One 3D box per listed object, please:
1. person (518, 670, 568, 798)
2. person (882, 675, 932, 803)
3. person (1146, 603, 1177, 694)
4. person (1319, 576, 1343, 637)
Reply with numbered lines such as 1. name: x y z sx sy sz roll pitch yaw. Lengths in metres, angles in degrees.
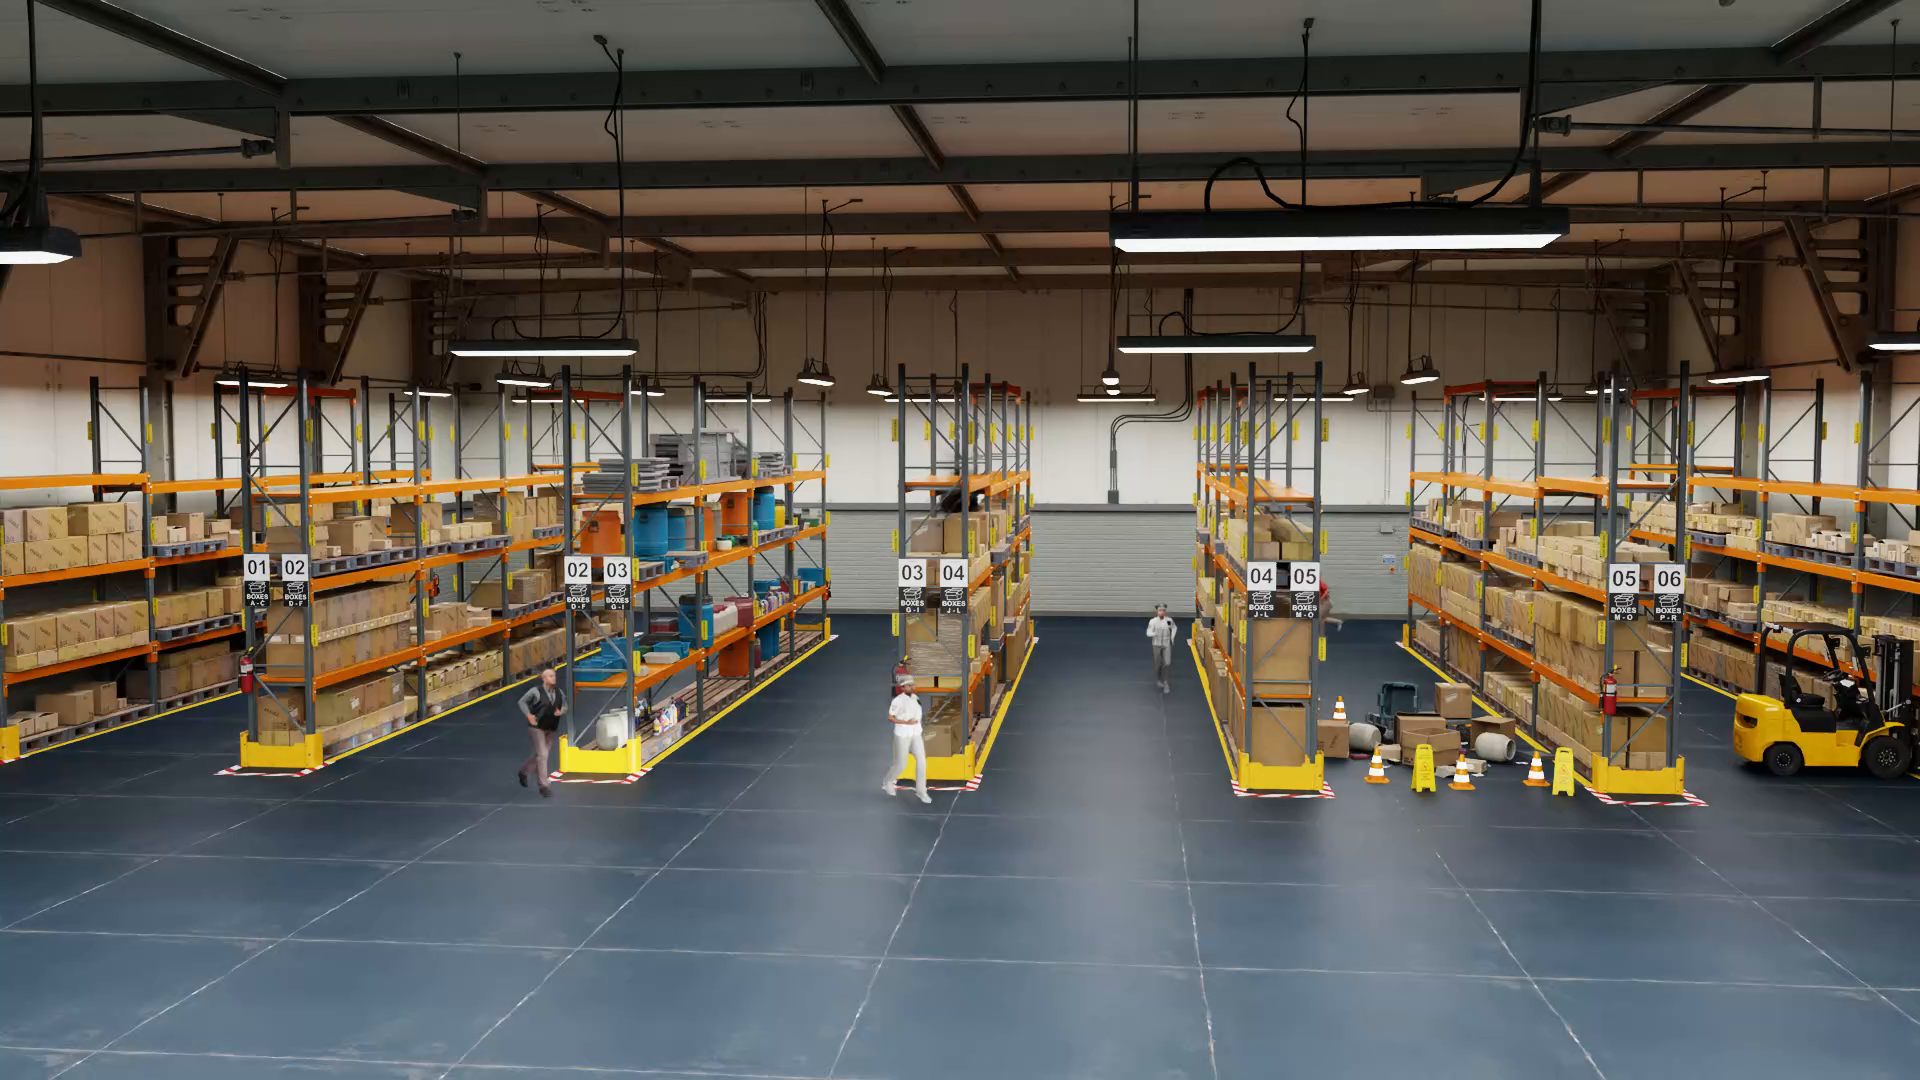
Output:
1. person: -5.806 2.668 23.271 0.911 1.722 0.676 3 5 42
2. person: -0.726 2.691 22.667 0.587 1.723 0.824 -3 5 -40
3. person: 3.913 2.091 32.249 0.598 1.753 0.777 0 4 4
4. person: 8.941 1.595 40.482 0.816 1.665 0.655 0 4 -3
